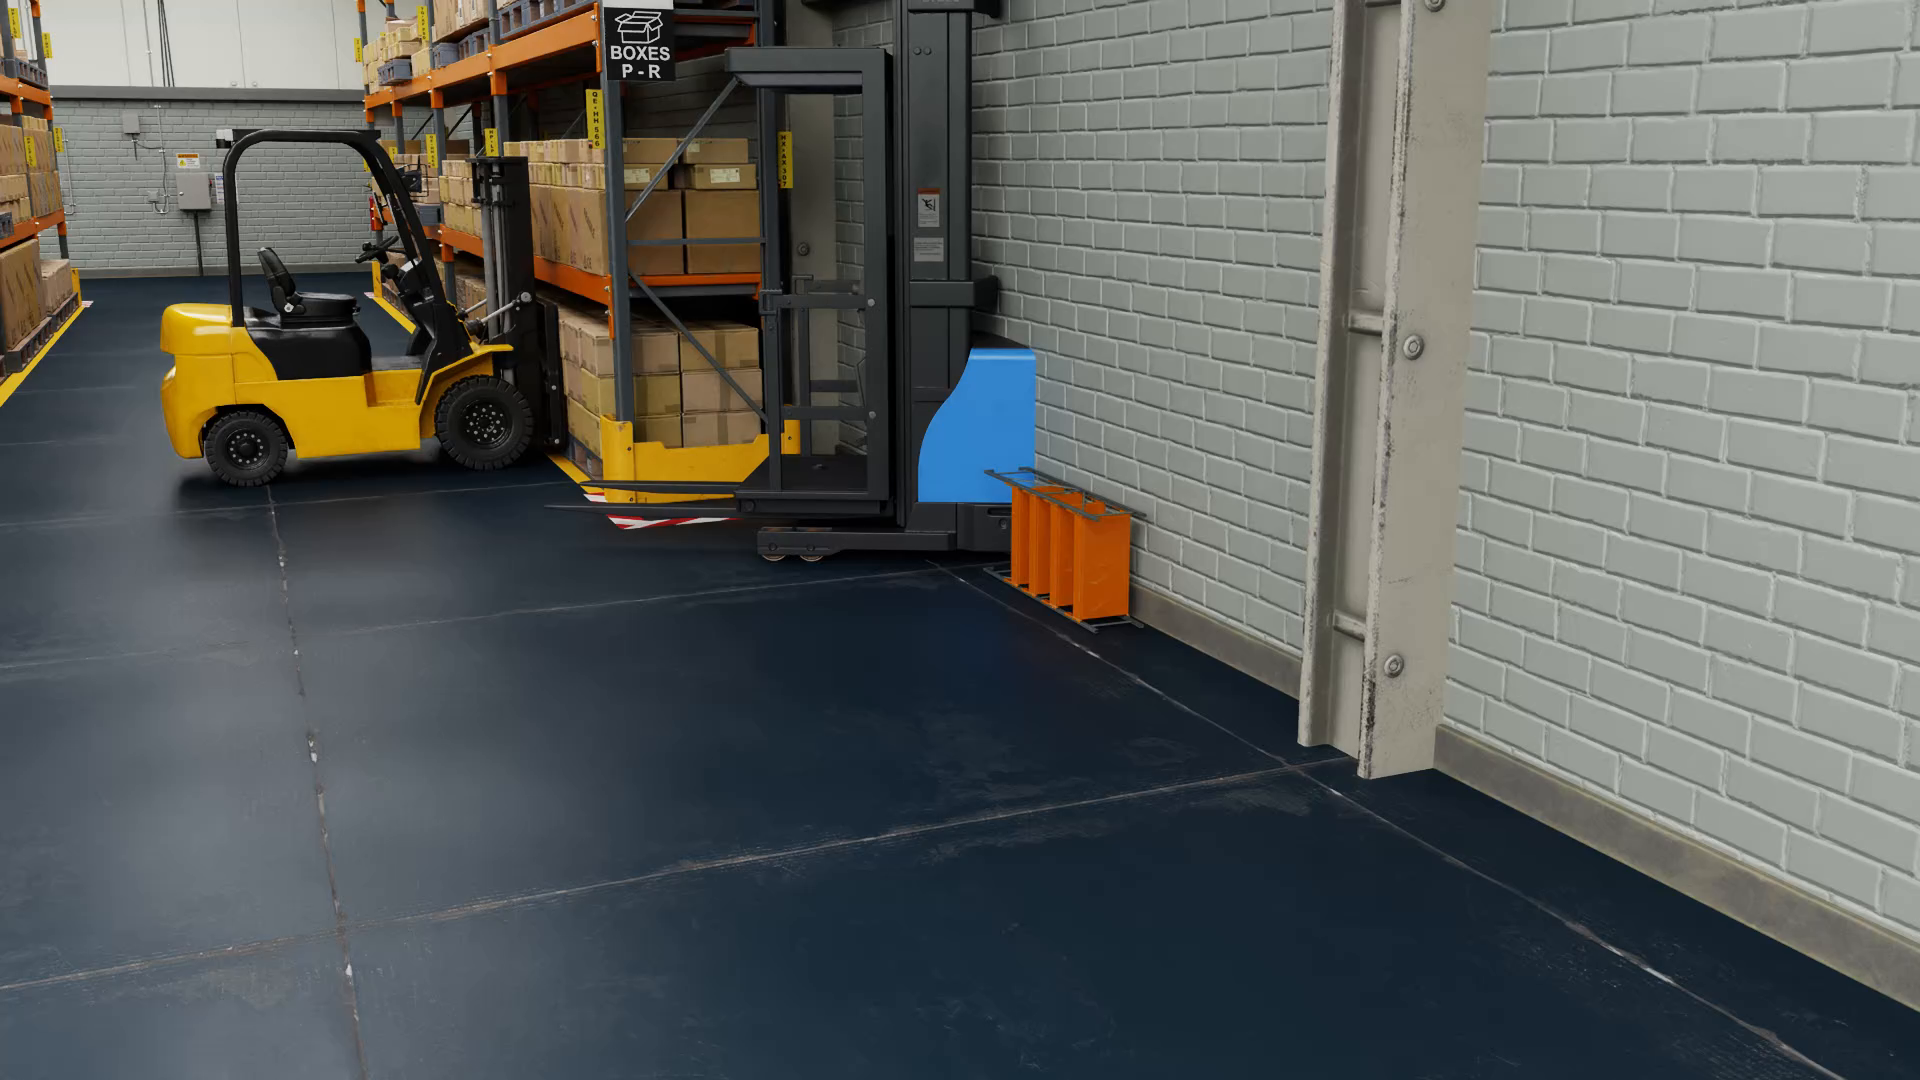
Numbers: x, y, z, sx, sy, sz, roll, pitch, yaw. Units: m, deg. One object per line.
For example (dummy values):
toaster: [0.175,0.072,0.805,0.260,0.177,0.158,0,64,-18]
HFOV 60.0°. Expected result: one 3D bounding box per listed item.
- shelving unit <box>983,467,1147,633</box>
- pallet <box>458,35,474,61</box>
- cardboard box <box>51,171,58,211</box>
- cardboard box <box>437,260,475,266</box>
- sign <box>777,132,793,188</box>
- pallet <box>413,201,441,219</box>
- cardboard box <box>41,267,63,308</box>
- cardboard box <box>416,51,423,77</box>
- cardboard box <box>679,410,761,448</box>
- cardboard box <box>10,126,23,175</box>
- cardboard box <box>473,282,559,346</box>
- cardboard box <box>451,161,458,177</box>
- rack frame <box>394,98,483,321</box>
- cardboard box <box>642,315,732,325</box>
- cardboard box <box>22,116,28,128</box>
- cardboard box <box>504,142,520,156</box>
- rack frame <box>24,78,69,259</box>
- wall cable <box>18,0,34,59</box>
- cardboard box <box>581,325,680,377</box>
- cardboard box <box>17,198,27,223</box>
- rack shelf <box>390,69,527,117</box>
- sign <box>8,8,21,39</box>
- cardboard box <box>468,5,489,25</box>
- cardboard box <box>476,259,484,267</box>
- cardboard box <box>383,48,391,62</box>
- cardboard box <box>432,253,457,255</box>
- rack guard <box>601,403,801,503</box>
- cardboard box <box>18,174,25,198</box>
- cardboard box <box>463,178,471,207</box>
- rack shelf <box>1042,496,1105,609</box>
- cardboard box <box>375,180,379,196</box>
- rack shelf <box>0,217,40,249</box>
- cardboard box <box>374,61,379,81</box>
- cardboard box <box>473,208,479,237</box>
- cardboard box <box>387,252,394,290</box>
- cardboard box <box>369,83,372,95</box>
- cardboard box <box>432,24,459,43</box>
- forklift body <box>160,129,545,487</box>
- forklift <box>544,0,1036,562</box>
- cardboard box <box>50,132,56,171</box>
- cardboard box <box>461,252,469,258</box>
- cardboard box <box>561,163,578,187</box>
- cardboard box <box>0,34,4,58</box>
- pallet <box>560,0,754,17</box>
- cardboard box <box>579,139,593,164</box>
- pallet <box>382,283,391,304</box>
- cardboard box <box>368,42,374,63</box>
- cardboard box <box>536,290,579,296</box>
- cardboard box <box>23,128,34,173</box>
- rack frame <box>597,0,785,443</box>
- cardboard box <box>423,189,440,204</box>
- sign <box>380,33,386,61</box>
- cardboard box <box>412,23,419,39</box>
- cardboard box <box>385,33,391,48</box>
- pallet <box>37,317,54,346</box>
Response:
shelving unit: [0.455,0.020,7.639,0.258,0.503,1.200,-5,14,-22]
pallet: [-3.953,-4.402,15.004,1.003,0.211,1.213,-5,14,-20]
cardboard box: [-11.885,-4.467,21.298,0.500,0.500,0.500,-6,14,-24]
cardboard box: [-5.554,-3.000,18.352,0.380,0.149,0.250,-6,14,-24]
sign: [-1.041,-2.252,9.852,0.100,0.325,0.005,-6,14,-23]
pallet: [-5.540,-3.704,18.645,1.003,0.211,1.213,-6,14,-23]
cardboard box: [-11.418,-3.054,20.162,0.875,0.438,0.875,-6,14,-25]
cardboard box: [-5.387,-4.972,17.380,0.500,0.250,0.500,-6,14,-23]
cardboard box: [-1.570,-0.727,10.525,0.500,0.250,0.500,-6,14,-23]
cardboard box: [-10.283,-4.133,17.635,0.500,0.500,0.500,-5,14,-22]
cardboard box: [-3.981,-2.040,15.366,0.875,0.625,0.625,-6,14,-25]
cardboard box: [-4.665,-3.562,15.948,0.380,0.149,0.250,-5,14,-21]
rack frame: [-6.359,-4.222,20.460,1.000,3.000,0.127,-6,14,-23]
cardboard box: [-1.775,-1.314,10.845,0.500,0.250,0.500,-6,14,-23]
cardboard box: [-11.096,-4.871,19.385,0.380,0.149,0.250,-6,14,-23]
cardboard box: [-3.299,-2.986,12.800,0.380,0.149,0.250,-5,14,-22]
rack frame: [-12.508,-4.599,22.090,1.000,3.000,0.127,-6,14,-23]
wall cable: [-15.045,-8.672,26.381,0.463,3.000,0.029,-6,14,-23]
cardboard box: [-2.023,-1.162,10.187,0.500,0.250,0.500,-5,14,-21]
cardboard box: [-10.292,-3.525,17.779,0.500,0.250,0.500,-6,14,-24]
rack shelf: [-5.558,-4.920,18.417,1.077,0.370,4.000,-6,14,-23]
sign: [-10.413,-5.691,18.308,0.100,0.325,0.005,-6,14,-23]
cardboard box: [-3.873,-4.361,13.813,0.380,0.149,0.250,-6,14,-23]
cardboard box: [-5.247,-3.097,18.771,0.380,0.149,0.250,-6,14,-23]
cardboard box: [-6.532,-5.660,19.425,0.380,0.149,0.250,-5,14,-22]
cardboard box: [-6.164,-3.324,19.755,0.380,0.149,0.250,-6,15,-26]
rack guard: [-1.543,-0.520,10.008,1.175,0.500,0.348,-6,14,-23]
cardboard box: [-10.299,-3.772,17.738,0.500,0.250,0.500,-5,14,-22]
cardboard box: [-4.183,-3.136,14.990,0.500,0.250,0.500,-5,14,-22]
rack shelf: [0.515,0.052,7.499,0.258,0.480,0.148,-5,14,-22]
cardboard box: [-7.825,-4.898,23.054,0.500,0.250,0.500,-5,14,-22]
rack shelf: [-10.105,-3.009,16.815,1.077,0.370,4.000,-6,14,-23]
cardboard box: [-7.390,-6.151,21.813,0.500,0.250,0.500,-6,14,-24]
cardboard box: [-3.974,-2.785,14.585,0.500,0.250,0.500,-6,14,-23]
cardboard box: [-7.497,-3.720,22.904,0.700,0.500,0.500,-5,14,-21]
cardboard box: [-7.825,-6.133,22.623,0.380,0.149,0.250,-5,14,-22]
cardboard box: [-4.896,-4.897,16.089,0.380,0.166,0.250,-6,14,-23]
forklift body: [-3.984,-1.556,10.824,2.313,2.155,1.214,-6,14,-23]
forklift: [-0.628,-1.437,8.579,3.031,2.935,1.130,1,13,4]
cardboard box: [-12.097,-5.057,21.629,0.500,0.500,0.500,-5,14,-21]
cardboard box: [-5.837,-3.421,20.172,0.380,0.149,0.250,-6,14,-23]
cardboard box: [-2.364,-2.366,10.781,0.380,0.149,0.250,-6,14,-25]
cardboard box: [-10.360,-5.232,17.439,0.500,0.311,0.500,-6,14,-23]
pallet: [-1.812,-3.310,10.061,1.003,0.211,1.213,-6,14,-23]
cardboard box: [-2.146,-2.407,10.298,0.380,0.149,0.250,-5,14,-22]
pallet: [-7.611,-3.509,23.566,1.003,0.211,1.213,-6,14,-23]
cardboard box: [-7.614,-6.502,22.221,0.500,0.250,0.500,-6,14,-24]
cardboard box: [-3.248,-1.793,12.914,0.500,0.250,0.500,-6,14,-24]
cardboard box: [-10.875,-4.429,18.915,0.500,0.500,0.500,-6,14,-23]
rack frame: [-1.552,-1.743,9.748,1.000,3.000,0.127,-6,14,-23]
cardboard box: [-5.372,-3.579,17.307,0.380,0.149,0.250,-5,14,-22]
sign: [-6.853,-5.885,19.845,0.100,0.325,0.005,-6,14,-23]
cardboard box: [-5.582,-5.384,17.615,0.380,0.149,0.250,-6,14,-24]
cardboard box: [-6.407,-5.753,19.167,0.380,0.149,0.250,-6,14,-24]
pallet: [-10.528,-2.262,18.174,1.003,0.211,1.213,-6,14,-23]
